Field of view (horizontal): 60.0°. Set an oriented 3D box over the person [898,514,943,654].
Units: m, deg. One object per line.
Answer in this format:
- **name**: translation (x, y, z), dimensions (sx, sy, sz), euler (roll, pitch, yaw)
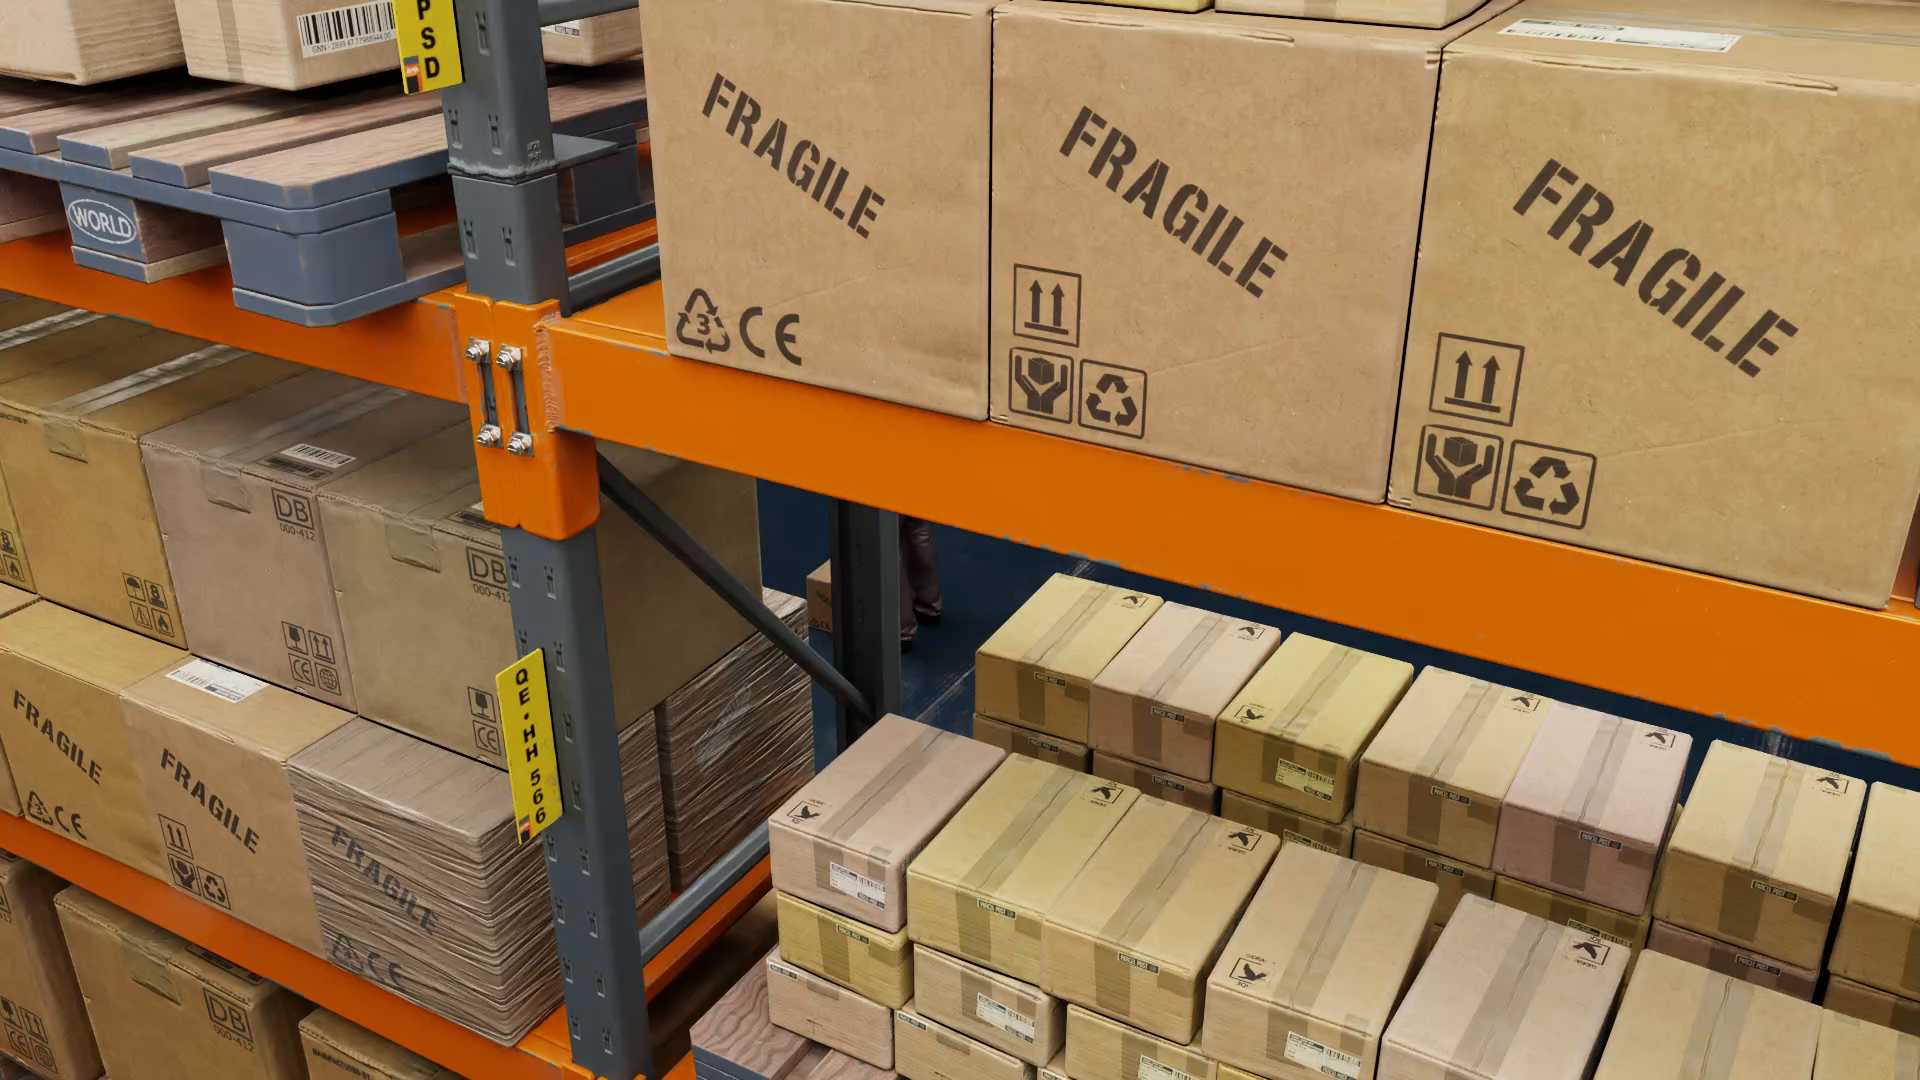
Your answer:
- **person**: translation (-0.245, -0.352, 6.852), dimensions (0.420, 1.719, 0.577), euler (13, 29, 24)
